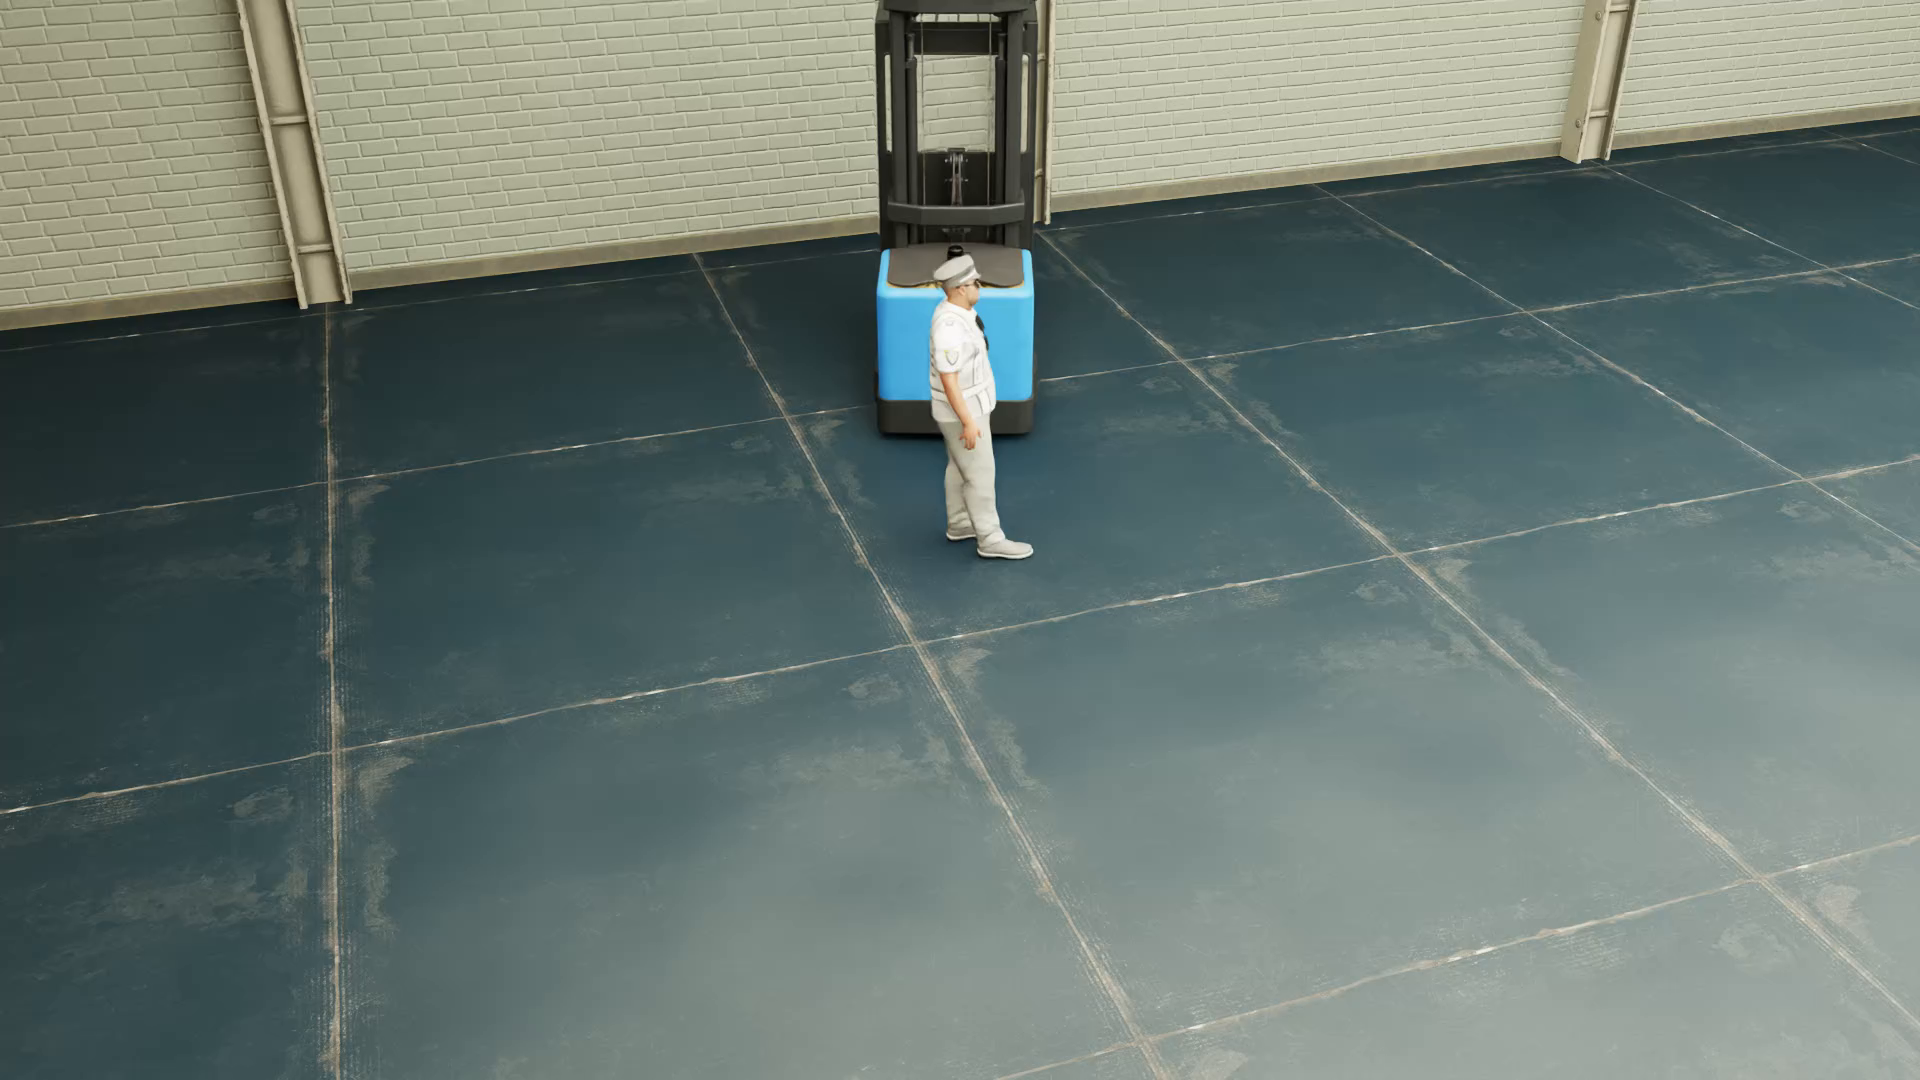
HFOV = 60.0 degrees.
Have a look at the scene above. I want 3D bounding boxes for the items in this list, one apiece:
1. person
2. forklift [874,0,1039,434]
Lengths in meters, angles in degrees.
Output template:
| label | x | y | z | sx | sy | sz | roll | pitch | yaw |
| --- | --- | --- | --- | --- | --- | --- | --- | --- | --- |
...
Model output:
| label | x | y | z | sx | sy | sz | roll | pitch | yaw |
| --- | --- | --- | --- | --- | --- | --- | --- | --- | --- |
| person | 0.127 | -0.776 | 9.589 | 0.607 | 1.775 | 0.648 | -1 | 30 | -1 |
| forklift | -0.021 | -2.675 | 11.737 | 1.130 | 2.935 | 3.031 | 0 | 30 | 0 |
